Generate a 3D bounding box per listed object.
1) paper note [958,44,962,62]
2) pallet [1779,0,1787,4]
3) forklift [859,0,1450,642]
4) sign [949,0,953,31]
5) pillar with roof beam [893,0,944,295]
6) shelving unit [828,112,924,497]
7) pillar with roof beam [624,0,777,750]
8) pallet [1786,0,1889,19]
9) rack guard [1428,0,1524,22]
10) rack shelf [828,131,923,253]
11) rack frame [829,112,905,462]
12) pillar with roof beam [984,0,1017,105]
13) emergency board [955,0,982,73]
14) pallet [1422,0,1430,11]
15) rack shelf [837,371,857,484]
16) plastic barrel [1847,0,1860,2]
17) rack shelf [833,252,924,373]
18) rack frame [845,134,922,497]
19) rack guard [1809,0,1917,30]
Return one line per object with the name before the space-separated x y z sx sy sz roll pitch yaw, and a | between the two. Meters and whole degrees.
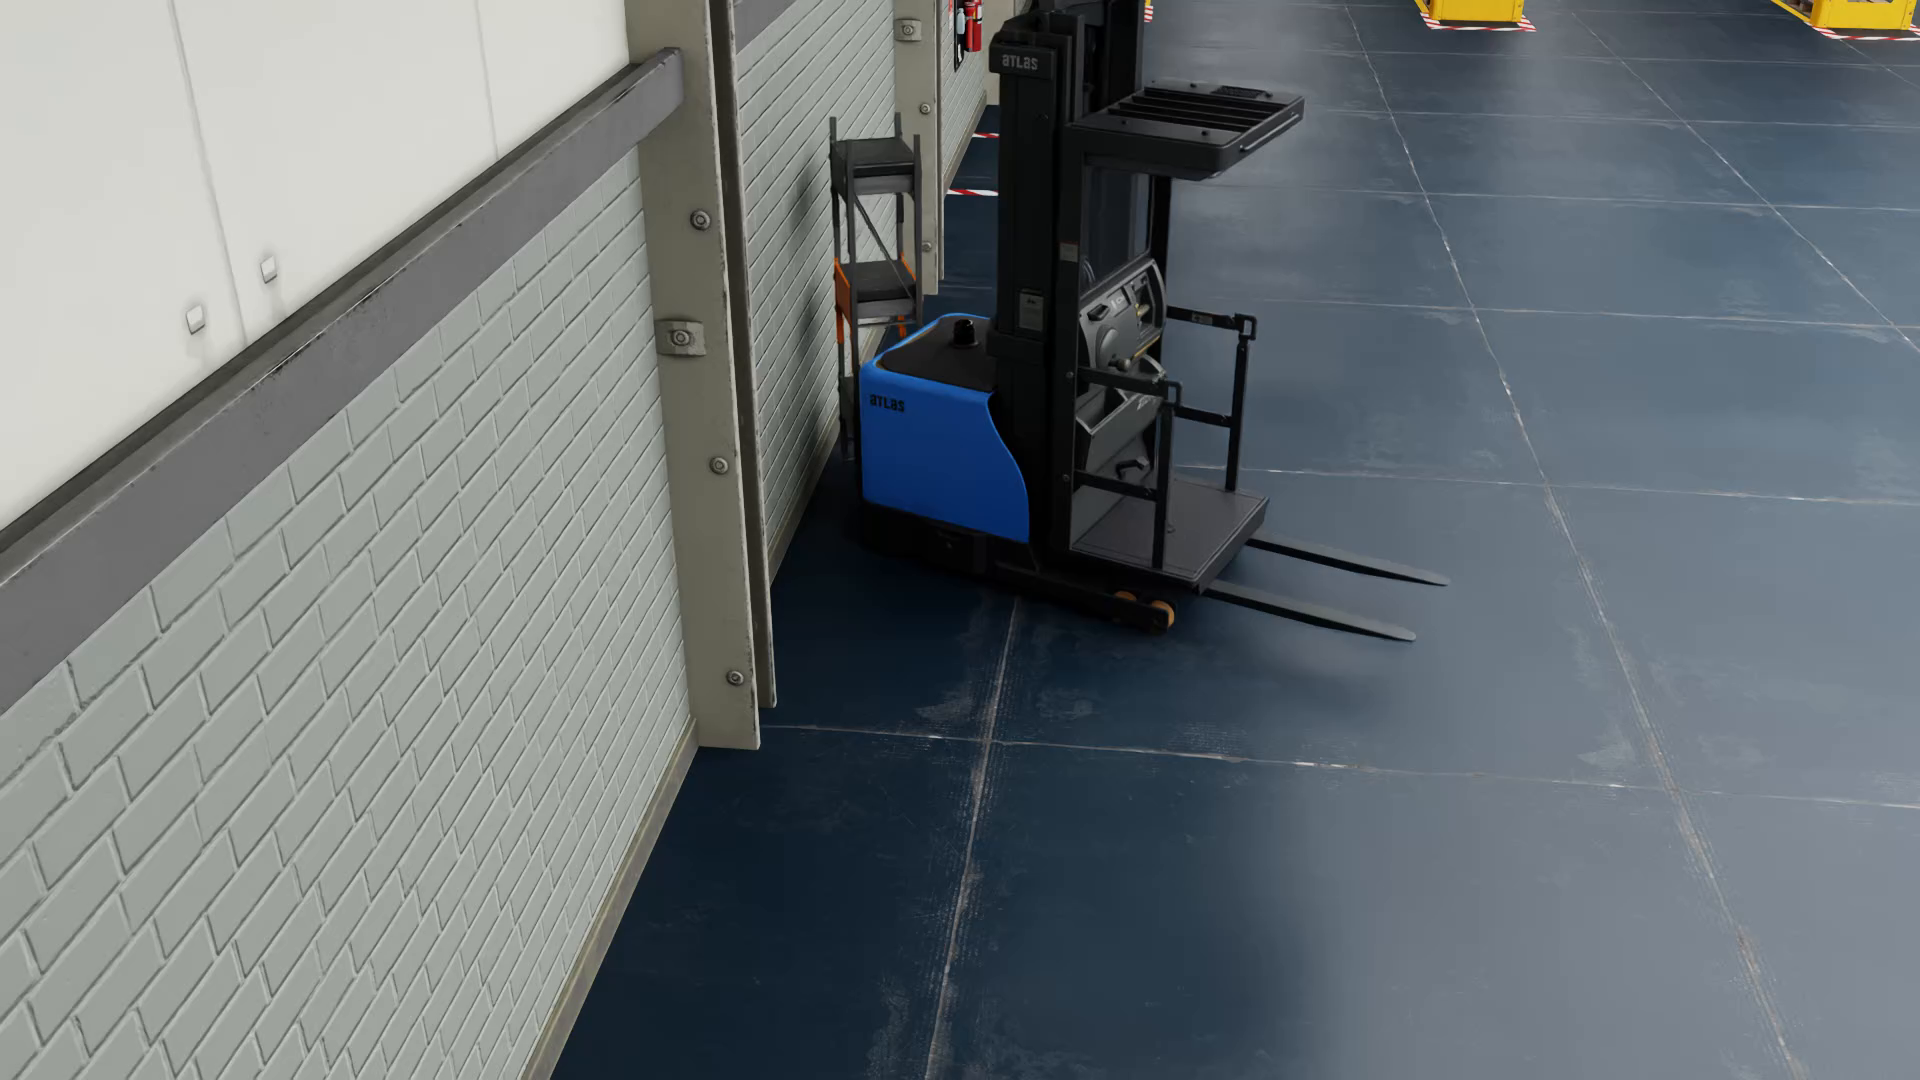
paper note | -0.001 -4.497 15.363 0.016 0.148 0.142 3 28 6
pallet | 11.990 -7.759 23.430 1.003 0.211 1.213 3 28 6
forklift | 0.993 -1.104 8.210 3.031 2.935 1.130 15 32 26
sign | -0.081 -4.725 14.821 0.001 0.329 0.234 3 28 6
pillar with roof beam | 3.967 -5.692 10.327 9.100 9.000 0.400 3 28 6
shelving unit | -0.465 -1.313 9.472 0.431 2.100 0.503 -7 29 -12
pillar with roof beam | 3.232 -2.867 5.085 9.100 9.000 0.400 3 28 6
pallet | 11.838 -7.187 22.367 1.003 0.211 1.213 3 28 6
rack guard | 6.852 -7.172 22.035 1.175 0.500 0.348 3 28 6
rack shelf | -0.465 -1.917 9.147 0.431 0.518 0.480 -7 29 -12
rack frame | -0.523 -1.425 9.681 0.400 2.100 0.015 -7 29 -12
pillar with roof beam | 4.702 -8.516 15.569 9.100 9.000 0.400 3 28 6
emergency board | 0.089 -4.964 15.302 0.194 1.169 0.643 3 28 6
pallet | 6.907 -7.418 22.797 1.003 0.211 1.213 3 28 6
rack shelf | -0.465 -0.684 9.811 0.431 0.518 0.480 -7 29 -12
plastic barrel | 11.775 -7.398 21.999 0.421 0.512 0.421 0 28 0
rack shelf | -0.465 -1.301 9.479 0.431 0.518 0.480 -7 29 -12
rack frame | -0.406 -1.200 9.264 0.400 2.100 0.015 -7 29 -12
rack guard | 11.733 -6.932 21.590 1.175 0.500 0.348 3 28 6
